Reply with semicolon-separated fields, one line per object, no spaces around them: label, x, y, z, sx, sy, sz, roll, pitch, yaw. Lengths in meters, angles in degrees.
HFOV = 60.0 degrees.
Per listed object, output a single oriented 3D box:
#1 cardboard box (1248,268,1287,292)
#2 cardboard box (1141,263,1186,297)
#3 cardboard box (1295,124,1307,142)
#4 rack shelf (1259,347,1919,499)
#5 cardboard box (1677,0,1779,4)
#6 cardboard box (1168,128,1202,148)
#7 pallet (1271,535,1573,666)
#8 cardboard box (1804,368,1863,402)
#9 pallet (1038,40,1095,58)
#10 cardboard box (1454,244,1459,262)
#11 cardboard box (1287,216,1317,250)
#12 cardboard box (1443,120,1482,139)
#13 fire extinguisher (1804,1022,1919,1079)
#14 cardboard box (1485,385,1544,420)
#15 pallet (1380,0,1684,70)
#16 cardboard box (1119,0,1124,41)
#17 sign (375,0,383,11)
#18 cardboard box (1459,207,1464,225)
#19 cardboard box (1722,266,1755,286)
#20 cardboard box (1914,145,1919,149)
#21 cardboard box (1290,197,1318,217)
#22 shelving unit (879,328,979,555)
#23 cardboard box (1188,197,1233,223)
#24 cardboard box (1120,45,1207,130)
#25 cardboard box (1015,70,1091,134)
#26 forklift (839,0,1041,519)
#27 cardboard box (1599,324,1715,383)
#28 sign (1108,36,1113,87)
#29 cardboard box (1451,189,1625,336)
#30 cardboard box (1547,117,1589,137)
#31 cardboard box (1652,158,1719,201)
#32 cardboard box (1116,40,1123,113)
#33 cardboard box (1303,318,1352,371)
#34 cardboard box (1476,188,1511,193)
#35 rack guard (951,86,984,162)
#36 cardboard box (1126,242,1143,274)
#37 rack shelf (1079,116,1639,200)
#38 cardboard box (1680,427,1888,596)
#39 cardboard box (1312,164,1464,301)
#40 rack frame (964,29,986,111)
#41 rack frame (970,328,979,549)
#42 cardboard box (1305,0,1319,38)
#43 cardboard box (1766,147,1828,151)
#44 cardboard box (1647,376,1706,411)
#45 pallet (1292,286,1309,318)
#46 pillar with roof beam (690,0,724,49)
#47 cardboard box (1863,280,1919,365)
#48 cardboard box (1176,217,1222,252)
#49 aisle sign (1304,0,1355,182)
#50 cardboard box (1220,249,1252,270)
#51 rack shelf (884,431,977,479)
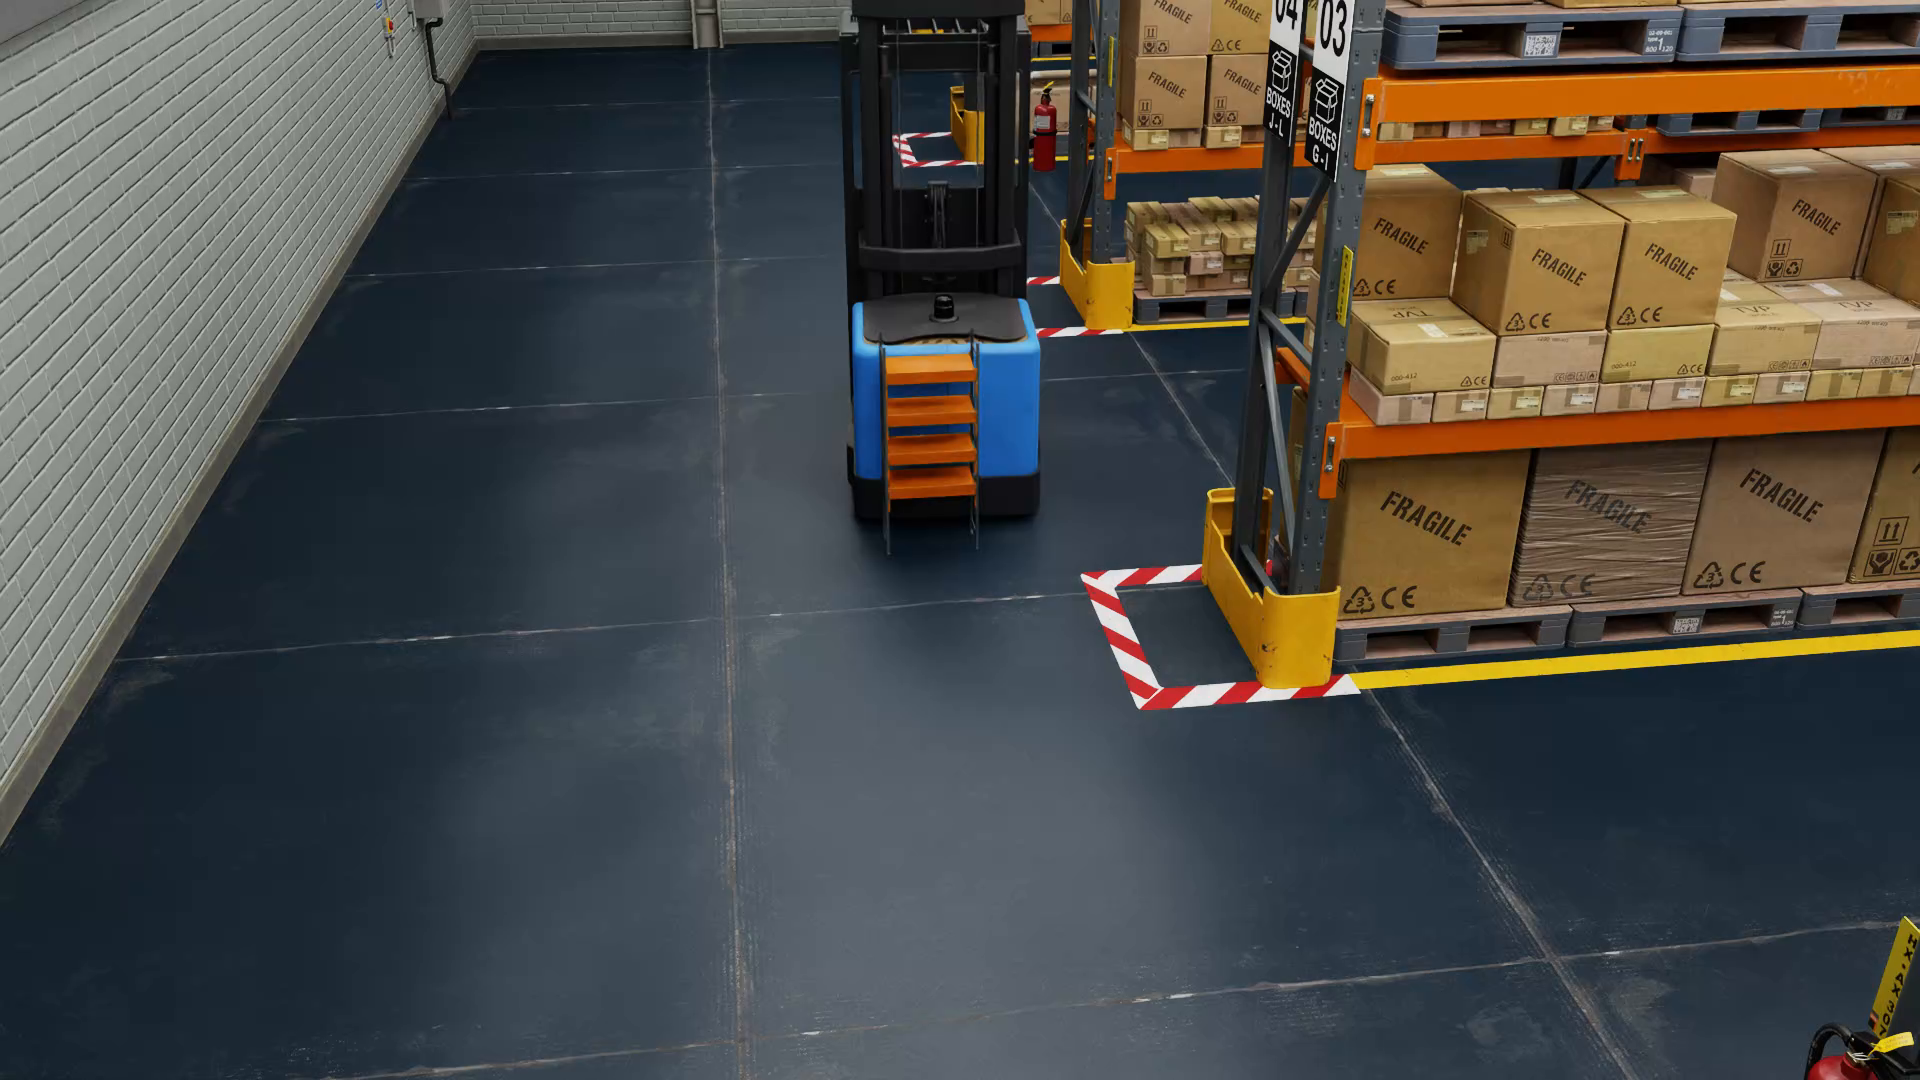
cardboard box;2.283;-1.995;12.515;0.250;0.149;0.380;-3;27;-6
cardboard box;1.522;-1.956;12.438;0.250;0.149;0.380;-3;27;-6
cardboard box;2.354;-3.022;12.128;0.250;0.149;0.380;-4;27;-8
rack shelf;3.530;-0.707;8.130;4.000;0.370;1.077;-4;27;-7
cardboard box;3.136;-2.604;7.074;0.500;0.500;0.700;-6;28;-11
cardboard box;1.571;-2.944;11.977;0.250;0.149;0.380;-3;27;-5
pallet;2.330;0.255;8.523;1.213;0.211;1.003;-4;27;-7
cardboard box;3.981;-0.793;7.785;0.250;0.149;0.380;-4;27;-8
pallet;1.543;-6.515;21.716;1.213;0.211;1.003;-4;27;-7
cardboard box;3.611;-2.245;12.677;0.250;0.149;0.380;-3;27;-6
cardboard box;2.558;-2.308;12.473;0.250;0.149;0.380;-3;27;-5
cardboard box;3.632;-3.075;12.233;0.250;0.149;0.380;-5;28;-9
fire extinguisher;2.026;1.344;3.839;0.183;0.674;0.296;-4;27;-7
cardboard box;2.454;-0.695;7.594;0.250;0.149;0.380;-4;27;-8
pallet;2.282;-2.247;7.155;1.213;0.211;1.003;-4;27;-7
cardboard box;1.377;-3.912;12.057;0.500;0.500;0.500;-4;27;-8
sign;-5.466;-5.105;15.618;0.001;0.218;0.327;-4;27;-7
cardboard box;3.842;-2.411;12.675;0.250;0.149;0.380;-3;27;-5
cardboard box;3.514;-1.216;8.172;0.500;0.250;0.500;-4;27;-7
cardboard box;5.000;-1.639;8.175;0.500;0.500;0.500;-4;27;-7
cardboard box;2.743;-2.540;12.927;0.250;0.149;0.380;-5;28;-9
shelving unit;-0.164;-0.522;8.953;0.503;1.200;0.258;-3;27;-6
cardboard box;1.943;-2.544;12.933;0.250;0.149;0.380;-4;27;-8
cardboard box;1.441;-3.229;11.822;0.500;0.500;0.500;-2;27;-5
cardboard box;0.808;-4.514;17.108;0.875;0.438;0.875;-5;28;-9
forklift;-0.156;-2.060;10.055;1.130;2.935;3.031;-2;27;-3
cardboard box;3.074;-0.940;7.635;0.500;0.250;0.500;-5;28;-9
sign;1.034;-3.288;11.425;0.005;0.325;0.100;-4;27;-7
cardboard box;2.557;-1.239;7.397;0.500;0.500;0.500;-4;27;-8
cardboard box;4.429;-3.101;12.284;0.250;0.149;0.380;-4;27;-8
cardboard box;5.688;-2.739;12.759;0.500;0.250;0.500;-5;28;-9
cardboard box;1.367;-3.470;12.292;0.500;0.500;0.500;-3;27;-6
cardboard box;1.856;-0.960;8.109;0.250;0.149;0.380;-3;27;-6
cardboard box;4.268;-2.667;13.173;0.250;0.149;0.380;-2;27;-5
rack guard;0.145;-4.266;17.017;0.348;0.500;1.175;-4;27;-7
cardboard box;1.450;-2.195;12.904;0.250;0.149;0.380;-3;27;-6
rack shelf;2.939;-2.956;12.512;4.000;0.370;1.077;-4;27;-7
cardboard box;3.954;-0.333;8.480;0.875;0.875;0.875;-4;27;-7
cardboard box;1.995;-1.449;7.805;0.500;0.500;0.500;-3;27;-6
rack frame;0.168;-5.380;16.449;0.127;3.000;1.000;-4;27;-7
rack frame;0.078;-0.536;8.981;0.015;1.200;0.240;-3;27;-6
cardboard box;2.457;-3.737;11.716;0.500;0.500;0.500;-4;27;-8
cardboard box;6.654;-3.040;13.345;0.500;0.250;0.500;-5;28;-9
cardboard box;3.219;-0.744;7.690;0.250;0.149;0.380;-4;27;-8
pallet;3.048;-2.024;12.964;1.213;0.211;1.003;-4;27;-7
pillar with roof beam;-2.723;-8.582;16.119;0.400;9.000;9.100;-4;27;-7
cardboard box;4.597;-1.039;7.828;0.500;0.250;0.500;-3;27;-6
cardboard box;1.781;-2.283;12.425;0.250;0.149;0.380;-3;27;-6
aisle sign;1.520;-1.916;6.851;0.004;0.787;0.394;-4;27;-7
cardboard box;2.022;-2.164;12.519;0.250;0.149;0.380;-3;27;-6
rack shelf;-0.164;-0.462;8.984;0.480;0.148;0.258;-3;27;-6
